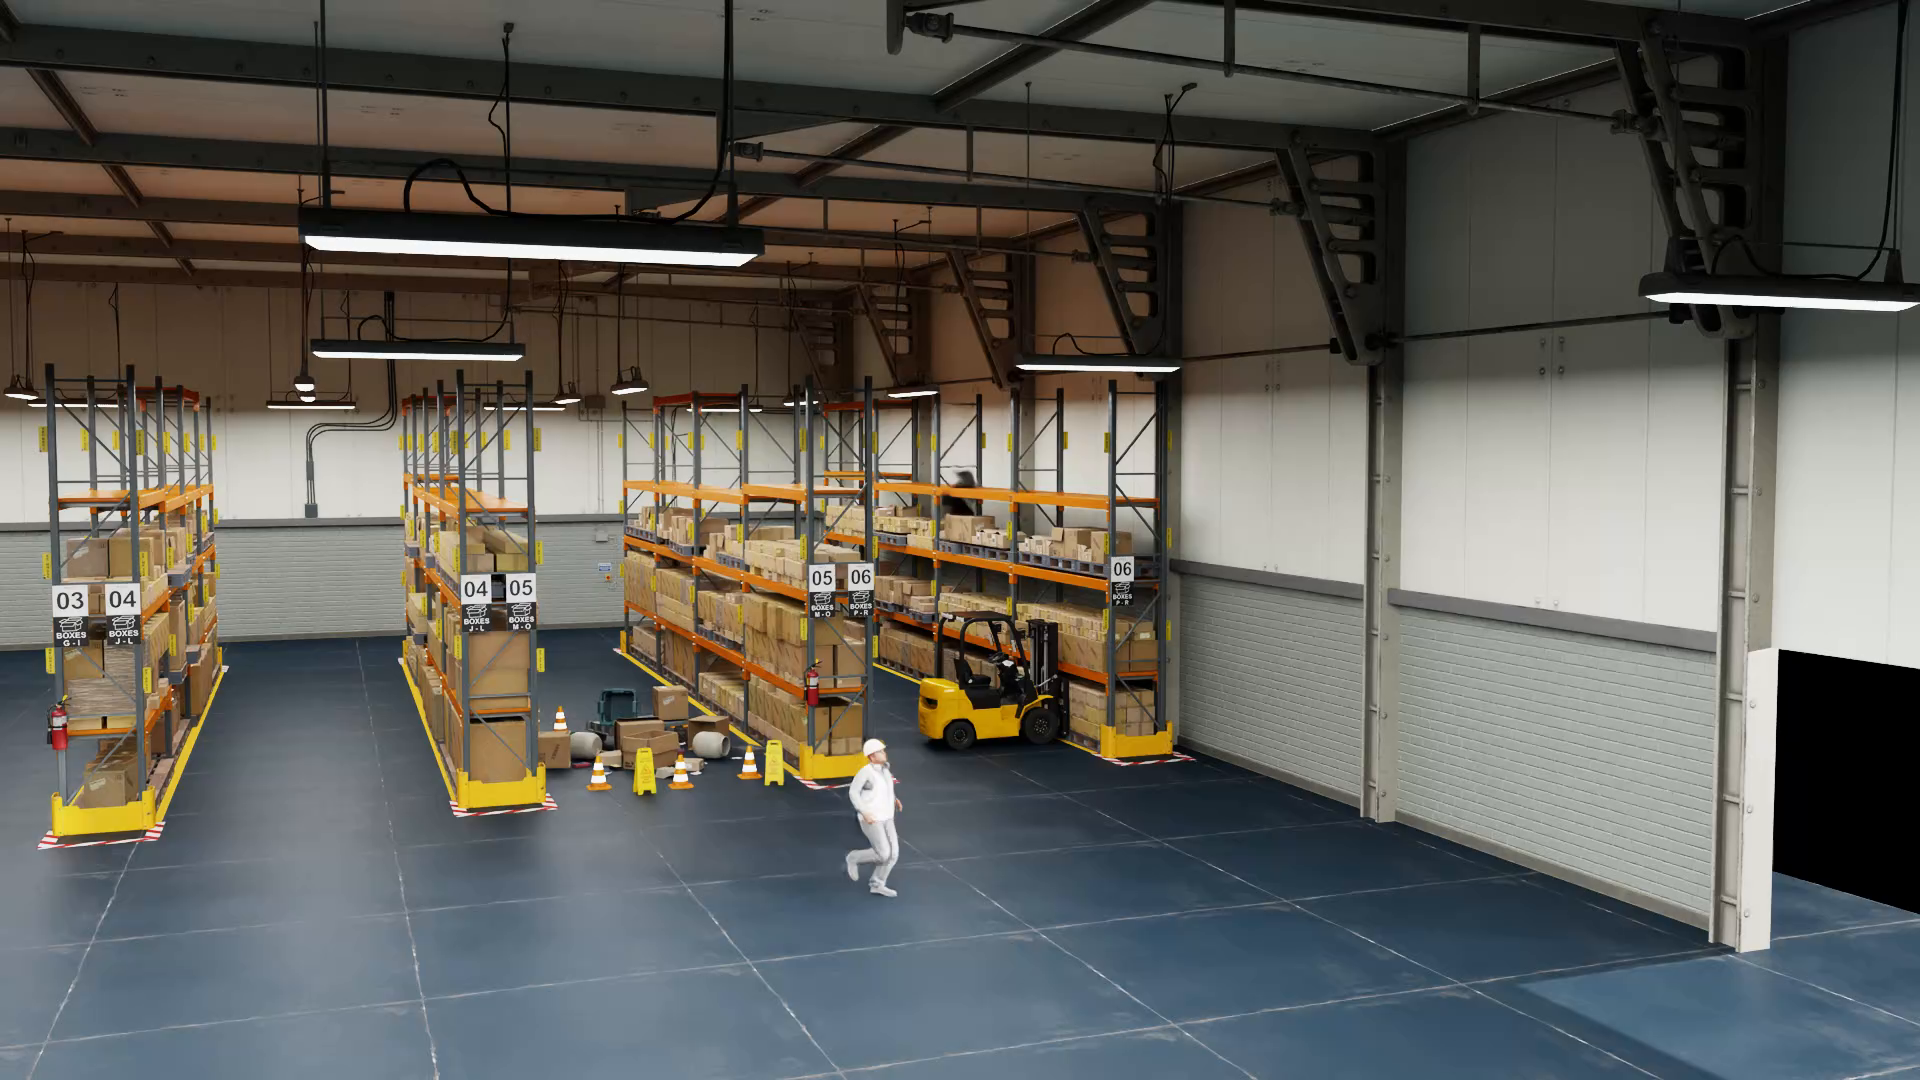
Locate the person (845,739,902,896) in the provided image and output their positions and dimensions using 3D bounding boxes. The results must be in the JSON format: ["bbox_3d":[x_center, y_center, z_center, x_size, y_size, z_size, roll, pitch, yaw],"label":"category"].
[{"bbox_3d":[-0.953,3.071,18.443,0.581,1.736,0.696,2,4,31],"label":"person"}]
